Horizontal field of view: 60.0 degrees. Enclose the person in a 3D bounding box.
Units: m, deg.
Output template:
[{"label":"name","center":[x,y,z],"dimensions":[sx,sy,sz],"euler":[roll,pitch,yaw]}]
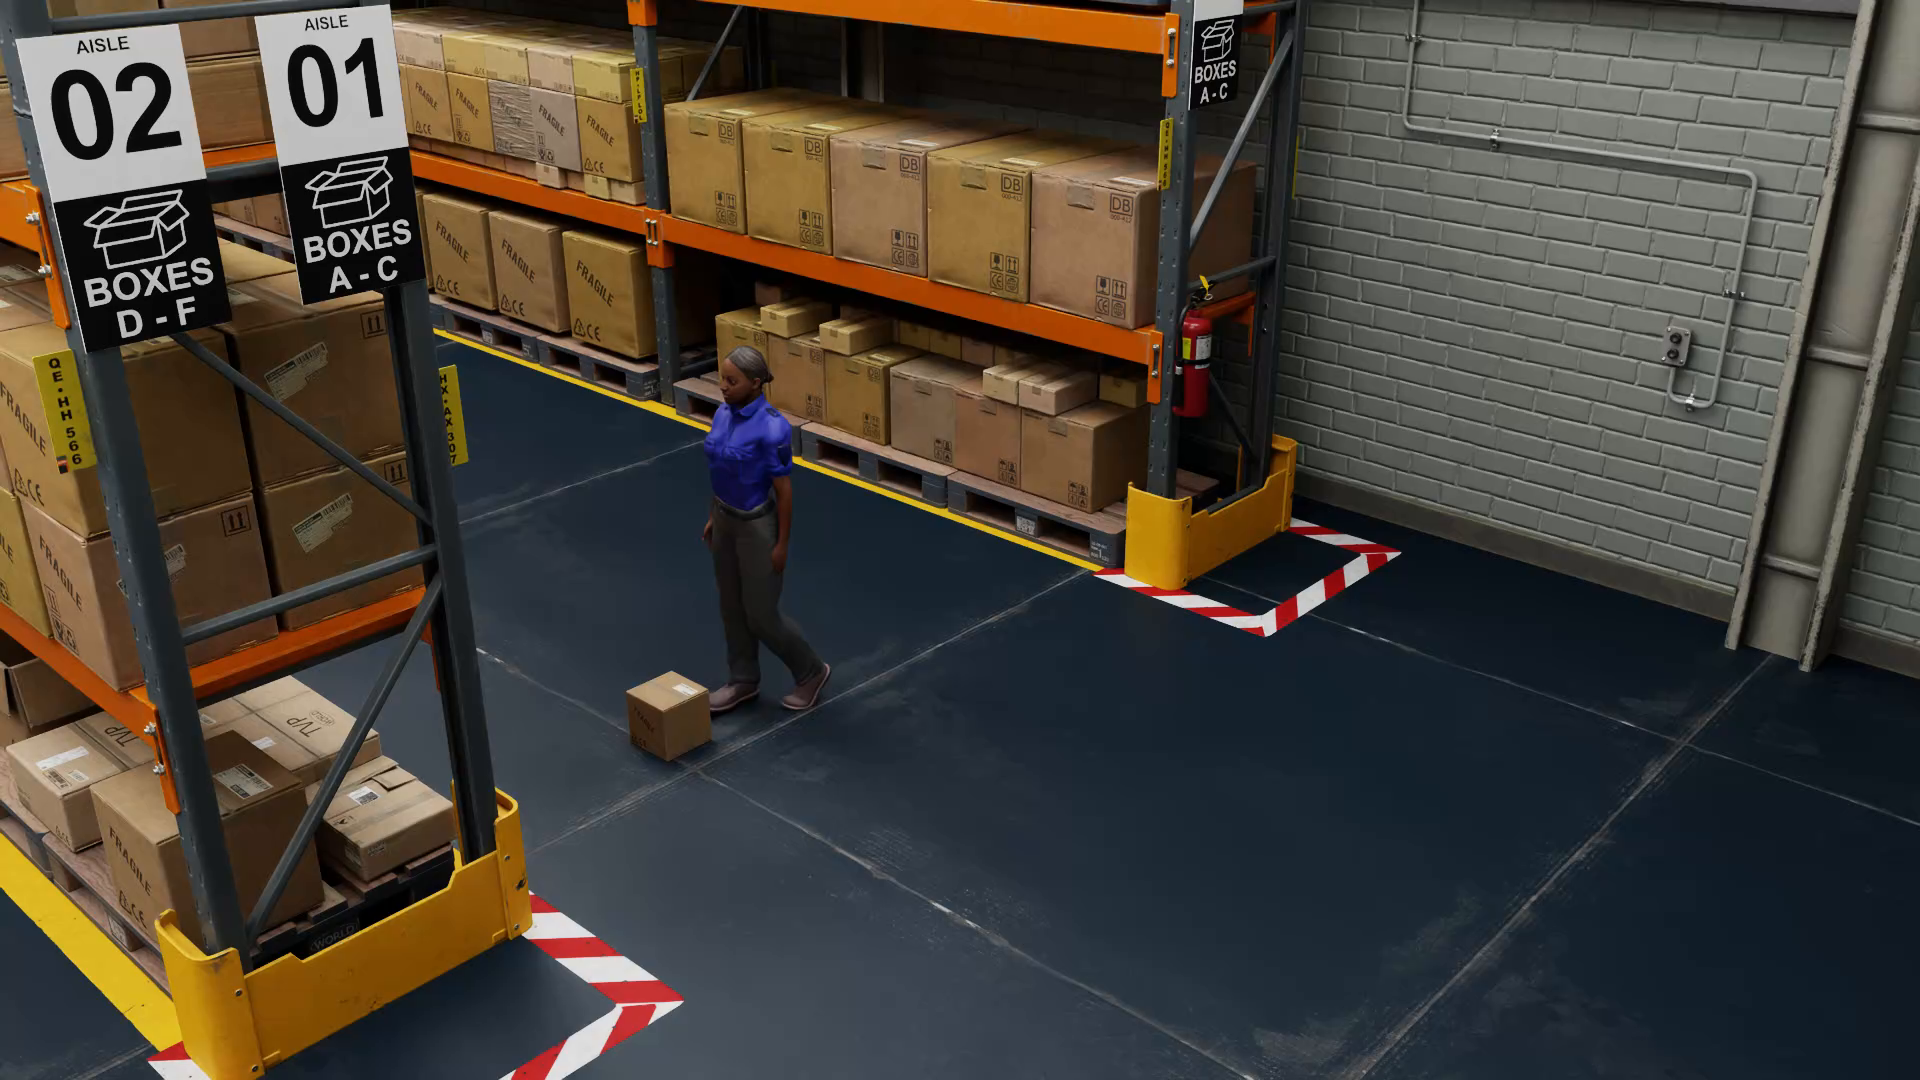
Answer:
[{"label":"person","center":[-0.919,-0.035,7.191],"dimensions":[0.536,1.674,0.480],"euler":[-20,31,-37]}]
